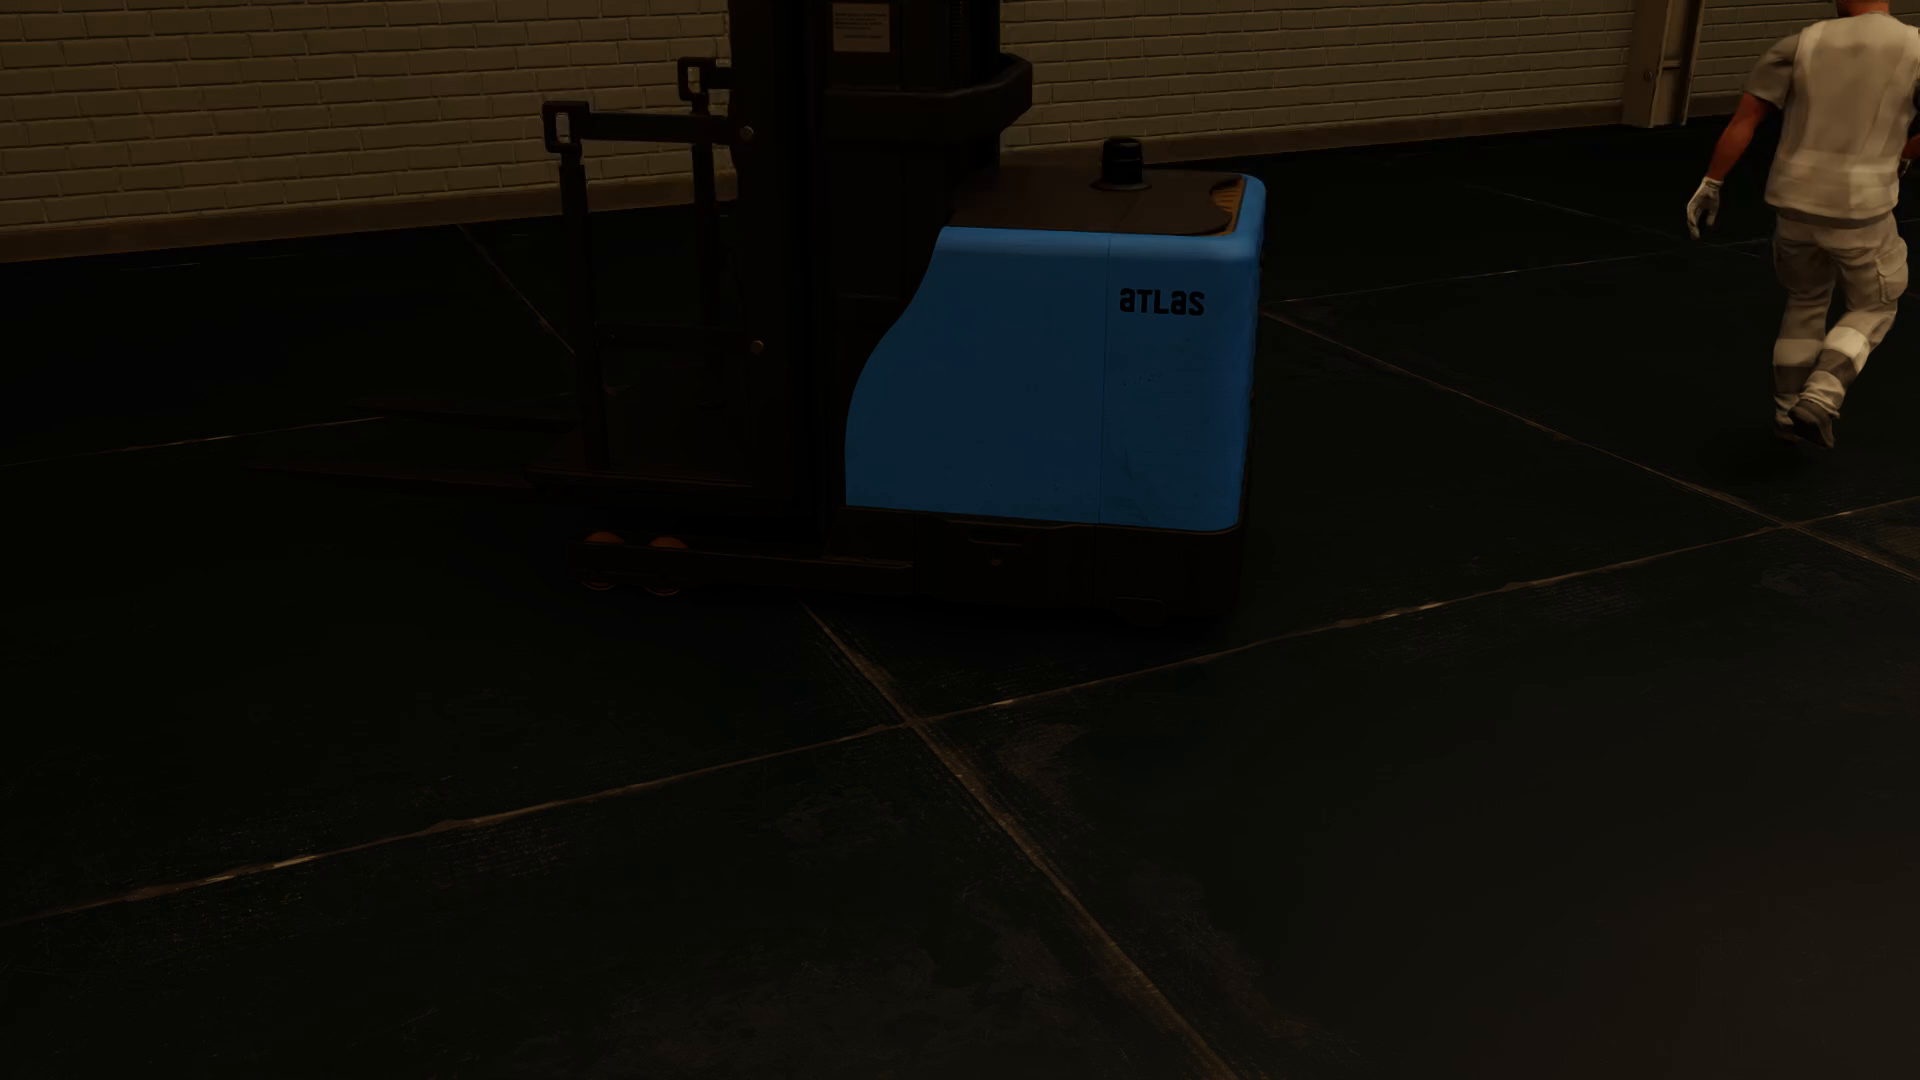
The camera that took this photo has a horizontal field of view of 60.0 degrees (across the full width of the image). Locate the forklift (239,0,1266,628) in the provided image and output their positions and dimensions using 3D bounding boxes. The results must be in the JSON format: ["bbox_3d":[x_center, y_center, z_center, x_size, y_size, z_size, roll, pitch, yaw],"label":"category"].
[{"bbox_3d":[-0.654,-1.386,4.623,3.031,2.935,1.130,4,23,10],"label":"forklift"}]

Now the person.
[{"bbox_3d":[2.927,-1.149,5.633,0.633,1.724,0.697,-20,30,-39],"label":"person"}]
